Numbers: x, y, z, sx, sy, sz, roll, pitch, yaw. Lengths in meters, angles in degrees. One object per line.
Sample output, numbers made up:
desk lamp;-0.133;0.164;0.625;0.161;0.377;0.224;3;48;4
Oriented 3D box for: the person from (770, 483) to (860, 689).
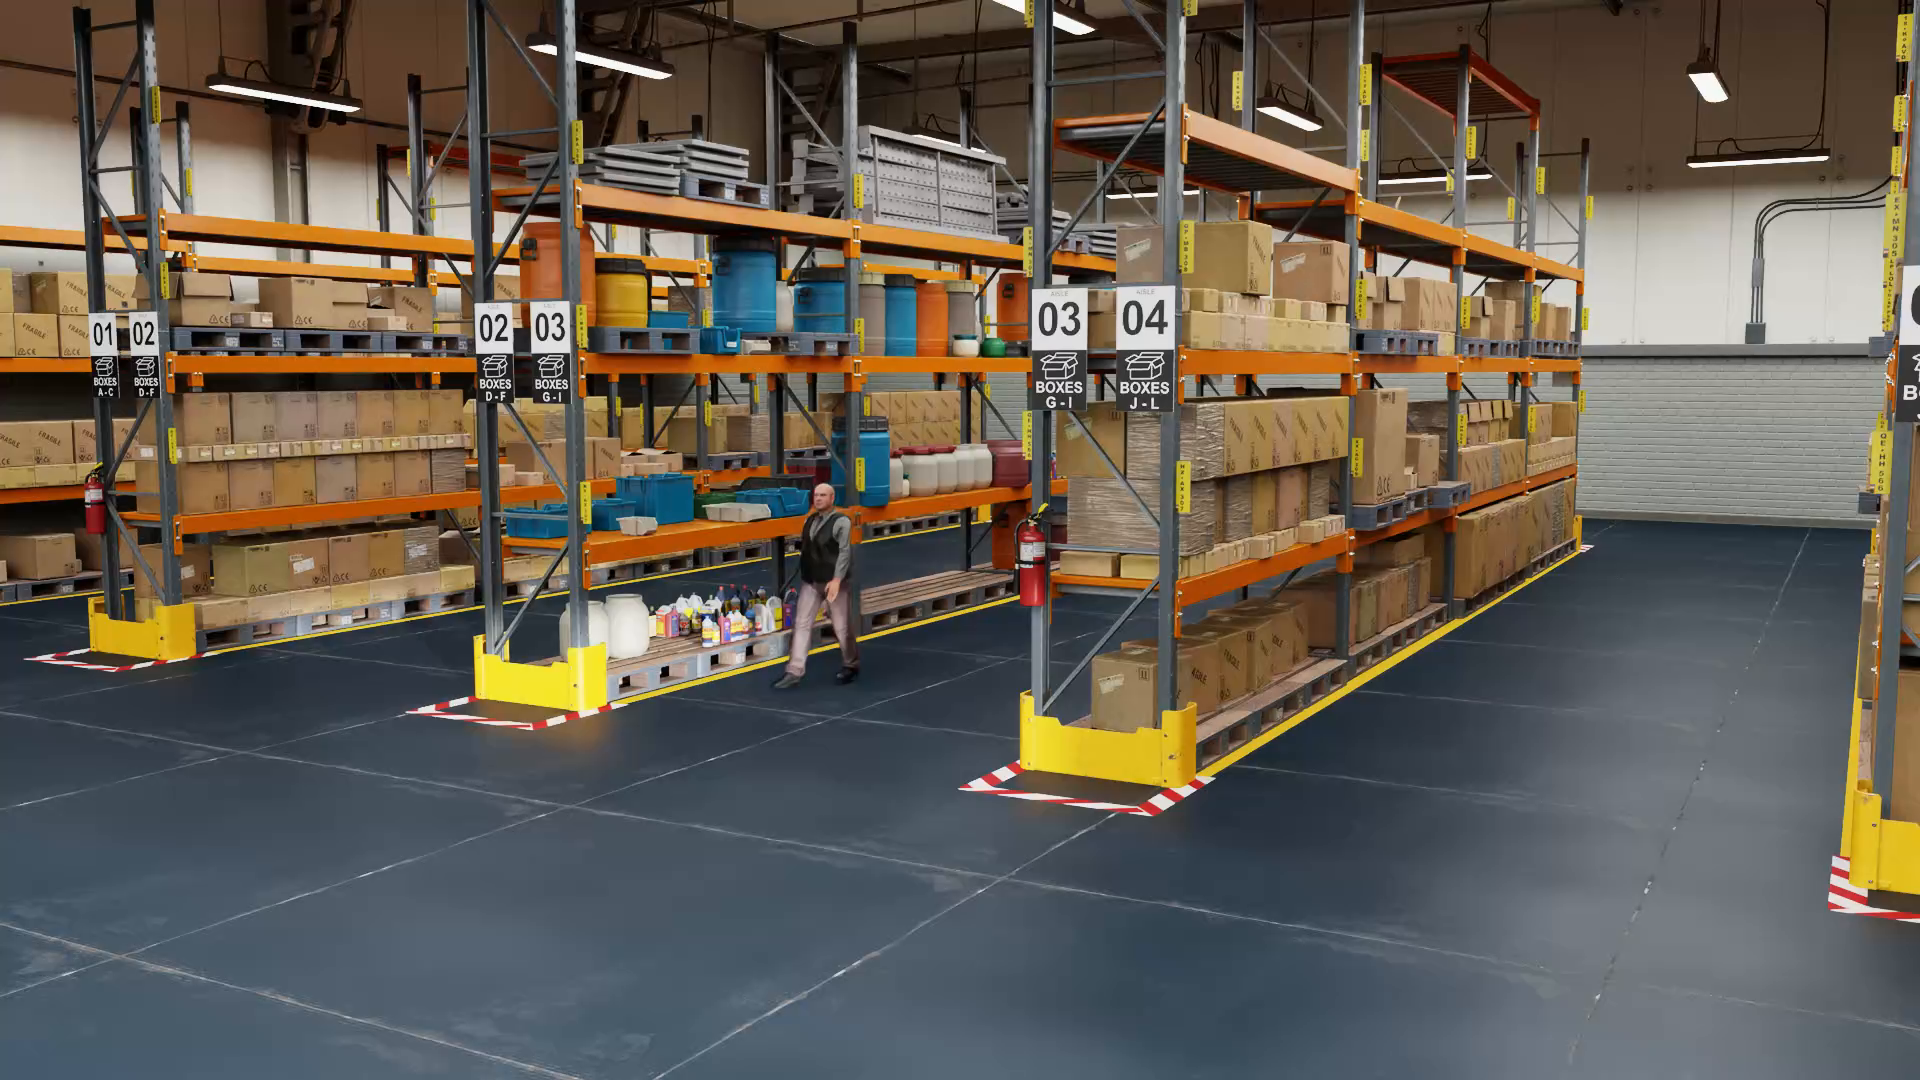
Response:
person;-1.179;0.373;14.010;0.561;1.690;0.897;3;7;30
